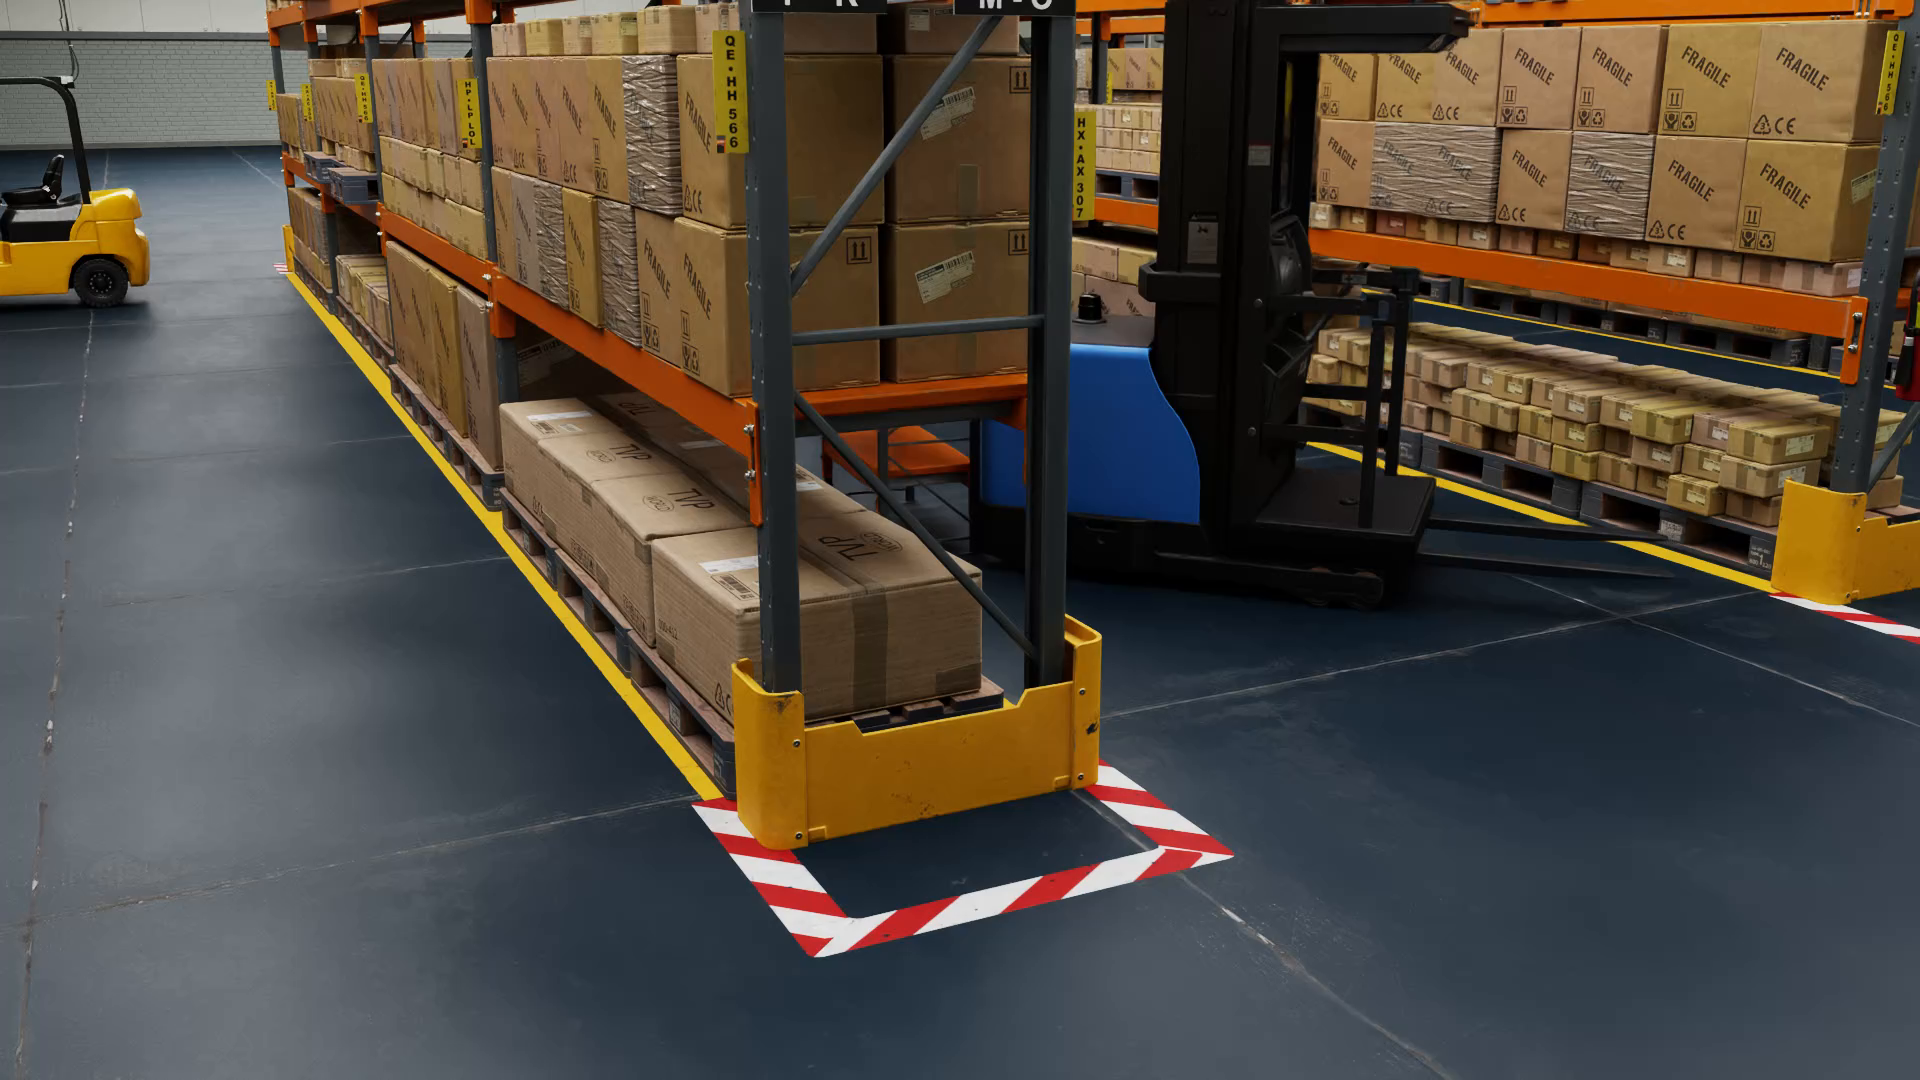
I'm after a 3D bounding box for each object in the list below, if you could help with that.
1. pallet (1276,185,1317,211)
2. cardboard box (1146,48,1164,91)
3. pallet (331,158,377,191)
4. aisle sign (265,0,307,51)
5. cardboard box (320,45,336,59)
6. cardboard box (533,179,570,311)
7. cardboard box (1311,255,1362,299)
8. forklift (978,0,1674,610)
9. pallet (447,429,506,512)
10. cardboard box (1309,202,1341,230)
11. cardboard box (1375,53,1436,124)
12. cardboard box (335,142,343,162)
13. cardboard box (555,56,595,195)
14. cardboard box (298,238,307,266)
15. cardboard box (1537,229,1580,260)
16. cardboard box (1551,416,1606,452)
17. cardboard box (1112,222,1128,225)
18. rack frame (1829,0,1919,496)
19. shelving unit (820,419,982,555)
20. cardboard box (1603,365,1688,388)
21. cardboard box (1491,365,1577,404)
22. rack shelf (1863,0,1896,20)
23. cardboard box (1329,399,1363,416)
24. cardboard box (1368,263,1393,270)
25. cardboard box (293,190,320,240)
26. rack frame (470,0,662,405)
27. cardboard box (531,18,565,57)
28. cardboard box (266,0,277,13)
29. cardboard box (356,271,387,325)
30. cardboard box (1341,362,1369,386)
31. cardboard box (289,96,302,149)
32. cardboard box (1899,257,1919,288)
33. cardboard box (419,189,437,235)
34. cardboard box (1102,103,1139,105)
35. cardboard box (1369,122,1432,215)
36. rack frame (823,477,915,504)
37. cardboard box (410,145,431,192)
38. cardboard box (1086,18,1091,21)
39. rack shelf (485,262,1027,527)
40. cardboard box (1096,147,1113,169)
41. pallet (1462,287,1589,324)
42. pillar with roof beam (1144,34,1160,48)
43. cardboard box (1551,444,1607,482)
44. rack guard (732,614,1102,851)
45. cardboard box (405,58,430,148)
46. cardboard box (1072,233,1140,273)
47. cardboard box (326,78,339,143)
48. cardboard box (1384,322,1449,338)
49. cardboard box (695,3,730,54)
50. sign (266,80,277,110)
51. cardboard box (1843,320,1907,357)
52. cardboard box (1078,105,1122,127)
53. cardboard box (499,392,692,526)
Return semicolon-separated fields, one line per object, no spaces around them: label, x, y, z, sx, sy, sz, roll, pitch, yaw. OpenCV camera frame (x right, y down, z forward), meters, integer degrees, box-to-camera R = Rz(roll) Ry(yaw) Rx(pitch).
pallet;2.316;-2.351;11.352;1.003;0.211;1.213;-8;18;-25
cardboard box;2.636;-5.792;20.462;0.500;0.500;0.500;-8;18;-25
pallet;-4.541;-2.998;13.608;1.003;0.211;1.213;-8;18;-25
aisle sign;-7.448;-5.816;18.365;0.394;0.787;0.004;-8;18;-25
cardboard box;-6.097;-4.779;16.931;0.700;0.500;0.500;-8;18;-25
cardboard box;-1.486;-1.263;7.034;0.500;0.500;0.500;-8;18;-25
cardboard box;2.434;-1.812;11.537;0.500;0.250;0.500;-9;18;-27
forklift;1.659;-1.270;7.361;3.031;2.935;1.130;6;17;19
pallet;-2.291;-0.455;9.452;1.003;0.211;1.213;-8;18;-25
cardboard box;2.350;-2.005;10.256;0.380;0.149;0.250;-7;17;-23
cardboard box;2.740;-2.640;9.477;0.500;0.500;0.500;-8;18;-27
cardboard box;-4.886;-3.176;13.573;0.380;0.149;0.250;-7;17;-23
cardboard box;-1.246;-1.614;6.444;0.500;0.500;0.500;-8;18;-25
cardboard box;-6.821;-3.107;17.865;0.500;0.250;0.500;-7;17;-23
cardboard box;3.260;-1.564;8.718;0.380;0.149;0.250;-7;18;-24
cardboard box;3.317;-0.570;8.668;0.380;0.149;0.250;-7;18;-24
cardboard box;2.317;-4.485;22.212;0.500;0.500;0.500;-3;16;-10
rack frame;4.273;-1.244;7.148;1.000;3.000;0.127;-8;18;-25
shelving unit;-0.314;-0.590;8.268;0.538;1.125;1.048;-6;17;-19
cardboard box;3.754;-0.856;9.126;0.380;0.149;0.250;-7;18;-24
cardboard box;3.147;-0.852;9.111;0.380;0.149;0.250;-8;18;-25
rack shelf;7.900;-3.410;10.563;1.077;0.370;4.000;-8;18;-25
cardboard box;2.508;-0.872;10.259;0.380;0.149;0.250;-7;17;-23
cardboard box;4.705;-3.112;17.390;0.700;0.500;0.500;-9;18;-29
cardboard box;-6.793;-3.460;17.735;0.500;0.500;0.500;-8;18;-27
rack frame;-1.885;-1.613;8.432;1.000;3.000;0.127;-8;18;-25
cardboard box;-1.559;-2.085;6.909;0.380;0.149;0.250;-8;18;-26
cardboard box;-7.289;-5.788;17.998;0.380;0.149;0.250;-8;18;-25
cardboard box;-4.534;-2.055;13.977;0.950;0.372;0.625;-7;17;-23
cardboard box;2.583;-1.030;10.269;0.380;0.149;0.250;-8;18;-25
cardboard box;-6.500;-4.249;16.898;0.500;0.500;0.500;-8;18;-26
cardboard box;4.426;-1.243;7.600;0.380;0.149;0.250;-8;18;-25
cardboard box;-2.964;-2.003;10.063;0.500;0.250;0.500;-8;18;-25
cardboard box;1.395;-3.529;13.724;0.380;0.149;0.250;-8;18;-27
cardboard box;2.734;-2.152;9.591;0.500;0.500;0.500;-8;18;-25
rack frame;-0.484;-0.722;8.729;0.500;1.125;0.032;-6;17;-19
cardboard box;-2.994;-2.236;9.972;0.500;0.250;0.500;-7;18;-24
cardboard box;1.976;-6.878;21.613;0.500;0.250;0.500;-8;18;-26
rack shelf;-1.009;-0.771;6.803;1.077;0.370;4.000;-8;18;-25
cardboard box;1.257;-2.908;12.639;0.380;0.149;0.250;-7;17;-23
pallet;5.549;-2.257;15.733;1.003;0.211;1.213;-8;18;-25
pillar with roof beam;1.825;-15.827;47.088;9.100;9.000;0.400;-8;18;-25
cardboard box;3.325;-0.424;8.696;0.380;0.149;0.250;-9;18;-27
rack guard;-0.122;0.587;5.300;1.175;0.500;0.348;-8;18;-25
cardboard box;-2.984;-2.604;9.892;0.500;0.500;0.500;-7;18;-24
cardboard box;1.075;-2.263;13.108;0.500;0.250;0.500;-8;18;-26
cardboard box;-4.783;-3.464;13.401;0.500;0.500;0.500;-8;18;-27
cardboard box;2.910;-1.297;10.659;0.380;0.149;0.250;-7;17;-23
cardboard box;-0.603;-1.586;5.170;0.380;0.149;0.250;-7;18;-24
sign;-7.630;-4.939;18.453;0.100;0.325;0.005;-8;18;-25
cardboard box;7.241;-1.817;12.236;0.875;0.875;0.875;-8;18;-25
cardboard box;1.135;-3.263;12.800;0.380;0.149;0.250;-8;18;-27
cardboard box;-1.706;-0.414;8.140;0.875;0.438;0.875;-8;18;-26
